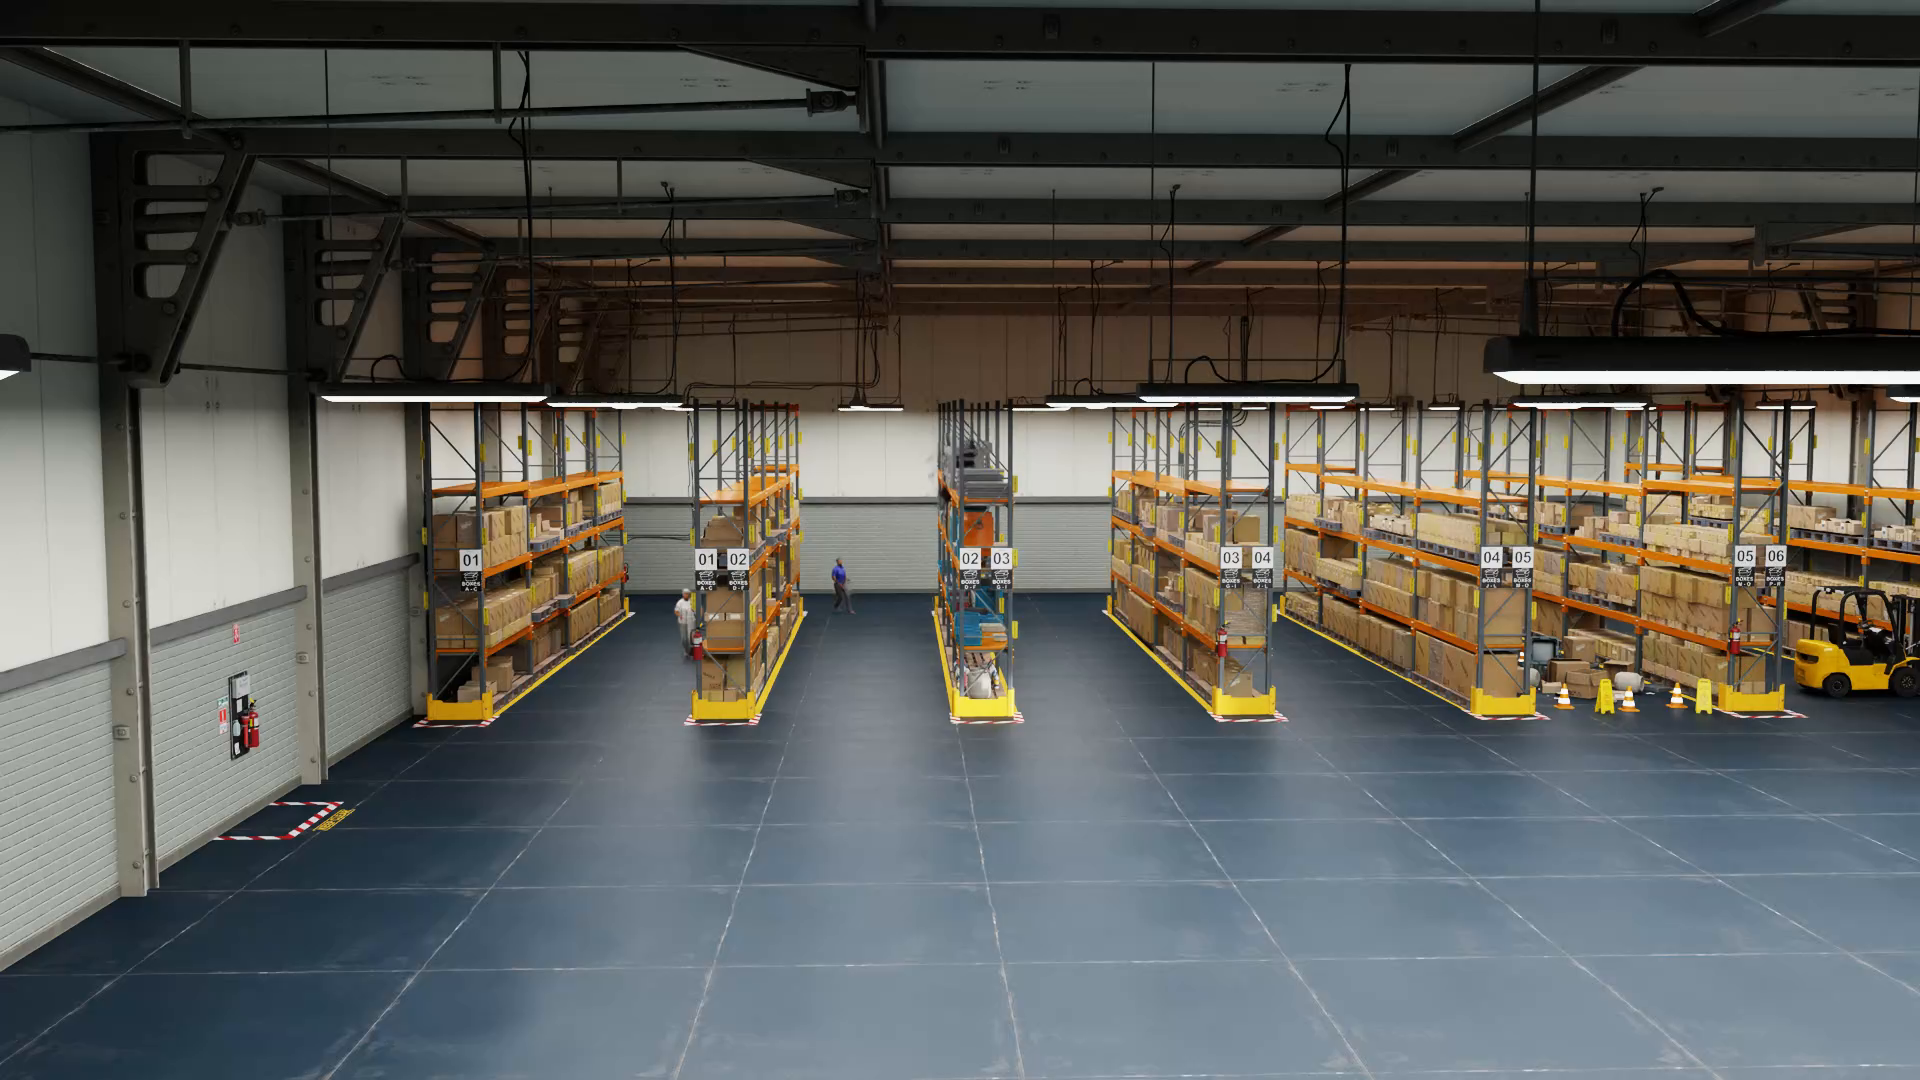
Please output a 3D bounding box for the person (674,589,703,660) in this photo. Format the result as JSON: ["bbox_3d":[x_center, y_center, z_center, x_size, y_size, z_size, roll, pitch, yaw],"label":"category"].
[{"bbox_3d":[-6.330,1.984,38.682,0.619,1.702,0.691,0,4,1],"label":"person"}]

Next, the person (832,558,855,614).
[{"bbox_3d":[-3.410,1.306,47.451,0.643,1.613,0.850,-4,6,-43],"label":"person"}]

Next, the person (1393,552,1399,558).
[{"bbox_3d":[13.005,1.120,49.251,0.611,1.716,0.748,0,4,4],"label":"person"}]
